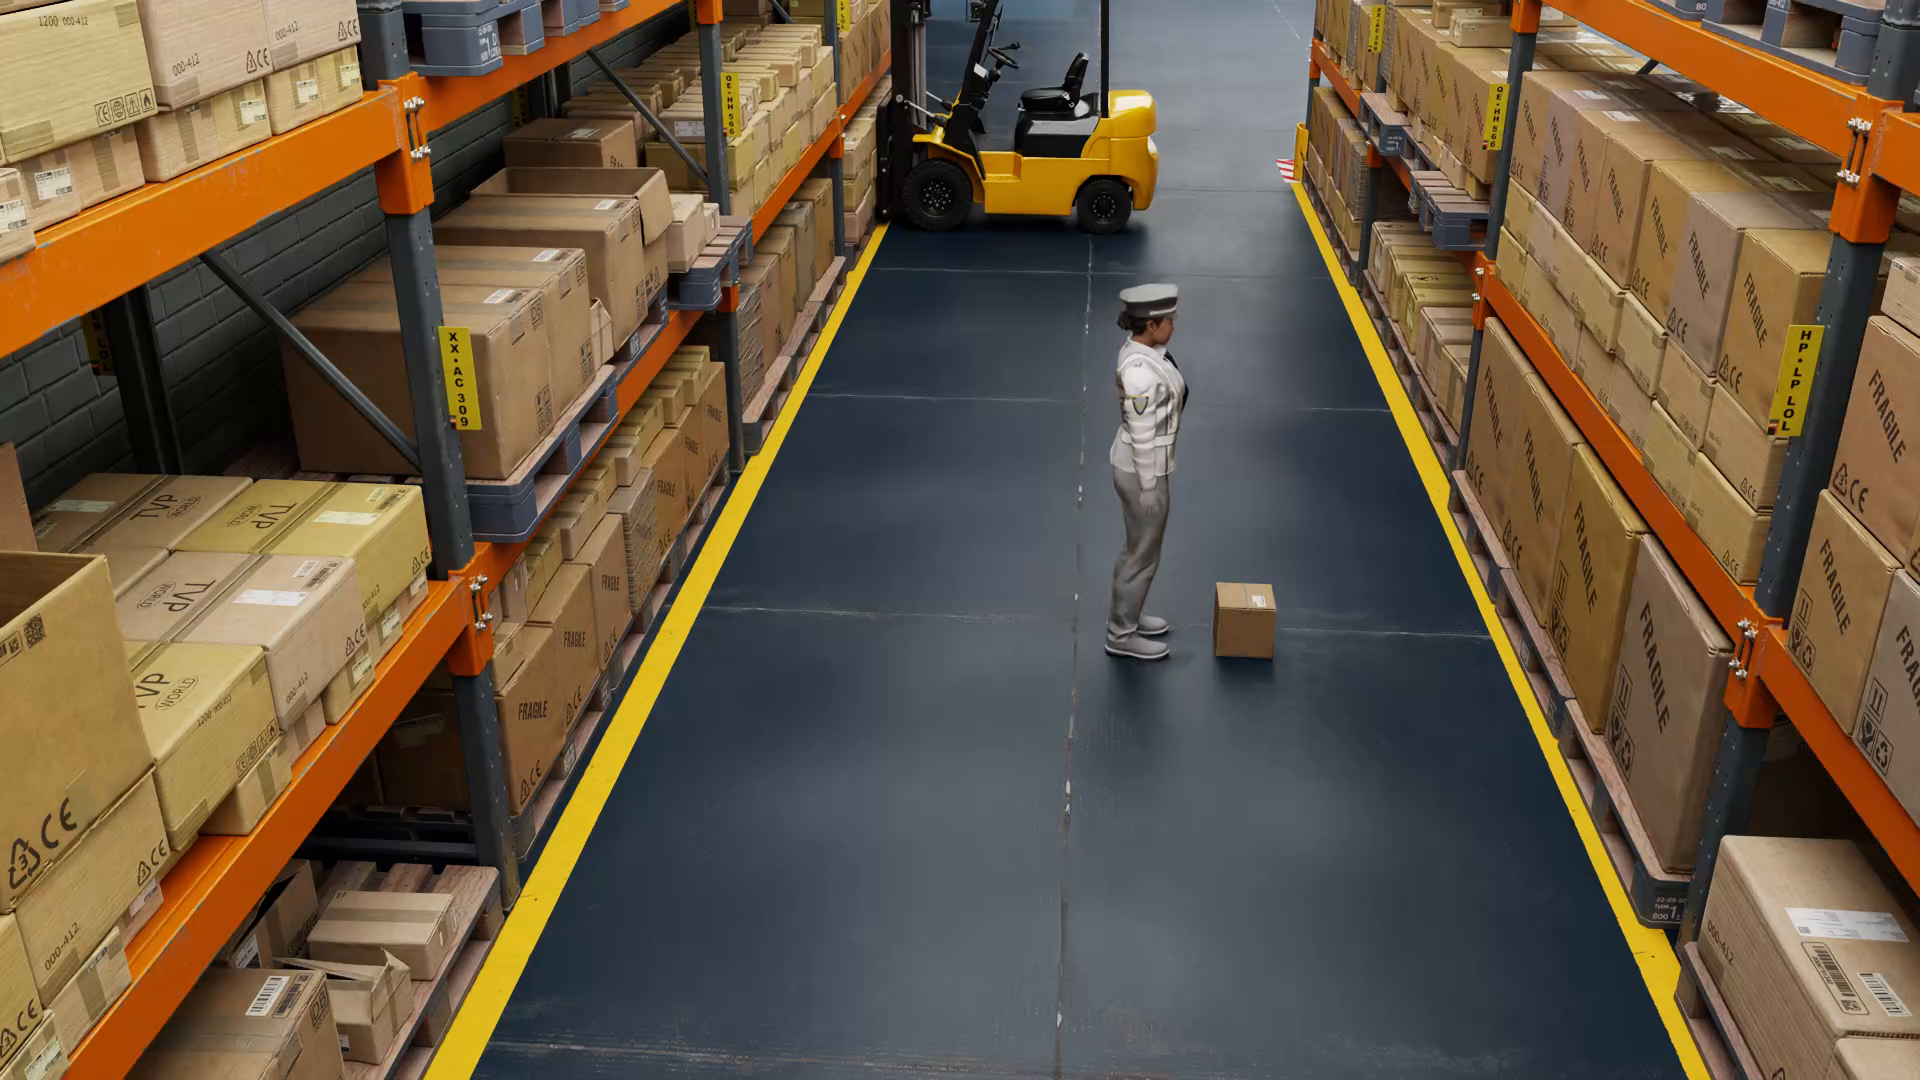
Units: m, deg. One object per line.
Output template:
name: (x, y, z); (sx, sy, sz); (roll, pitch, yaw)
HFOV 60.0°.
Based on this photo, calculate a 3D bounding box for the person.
person: (0.815, -0.299, 7.261); (0.329, 1.664, 0.468); (3, 25, 6)
